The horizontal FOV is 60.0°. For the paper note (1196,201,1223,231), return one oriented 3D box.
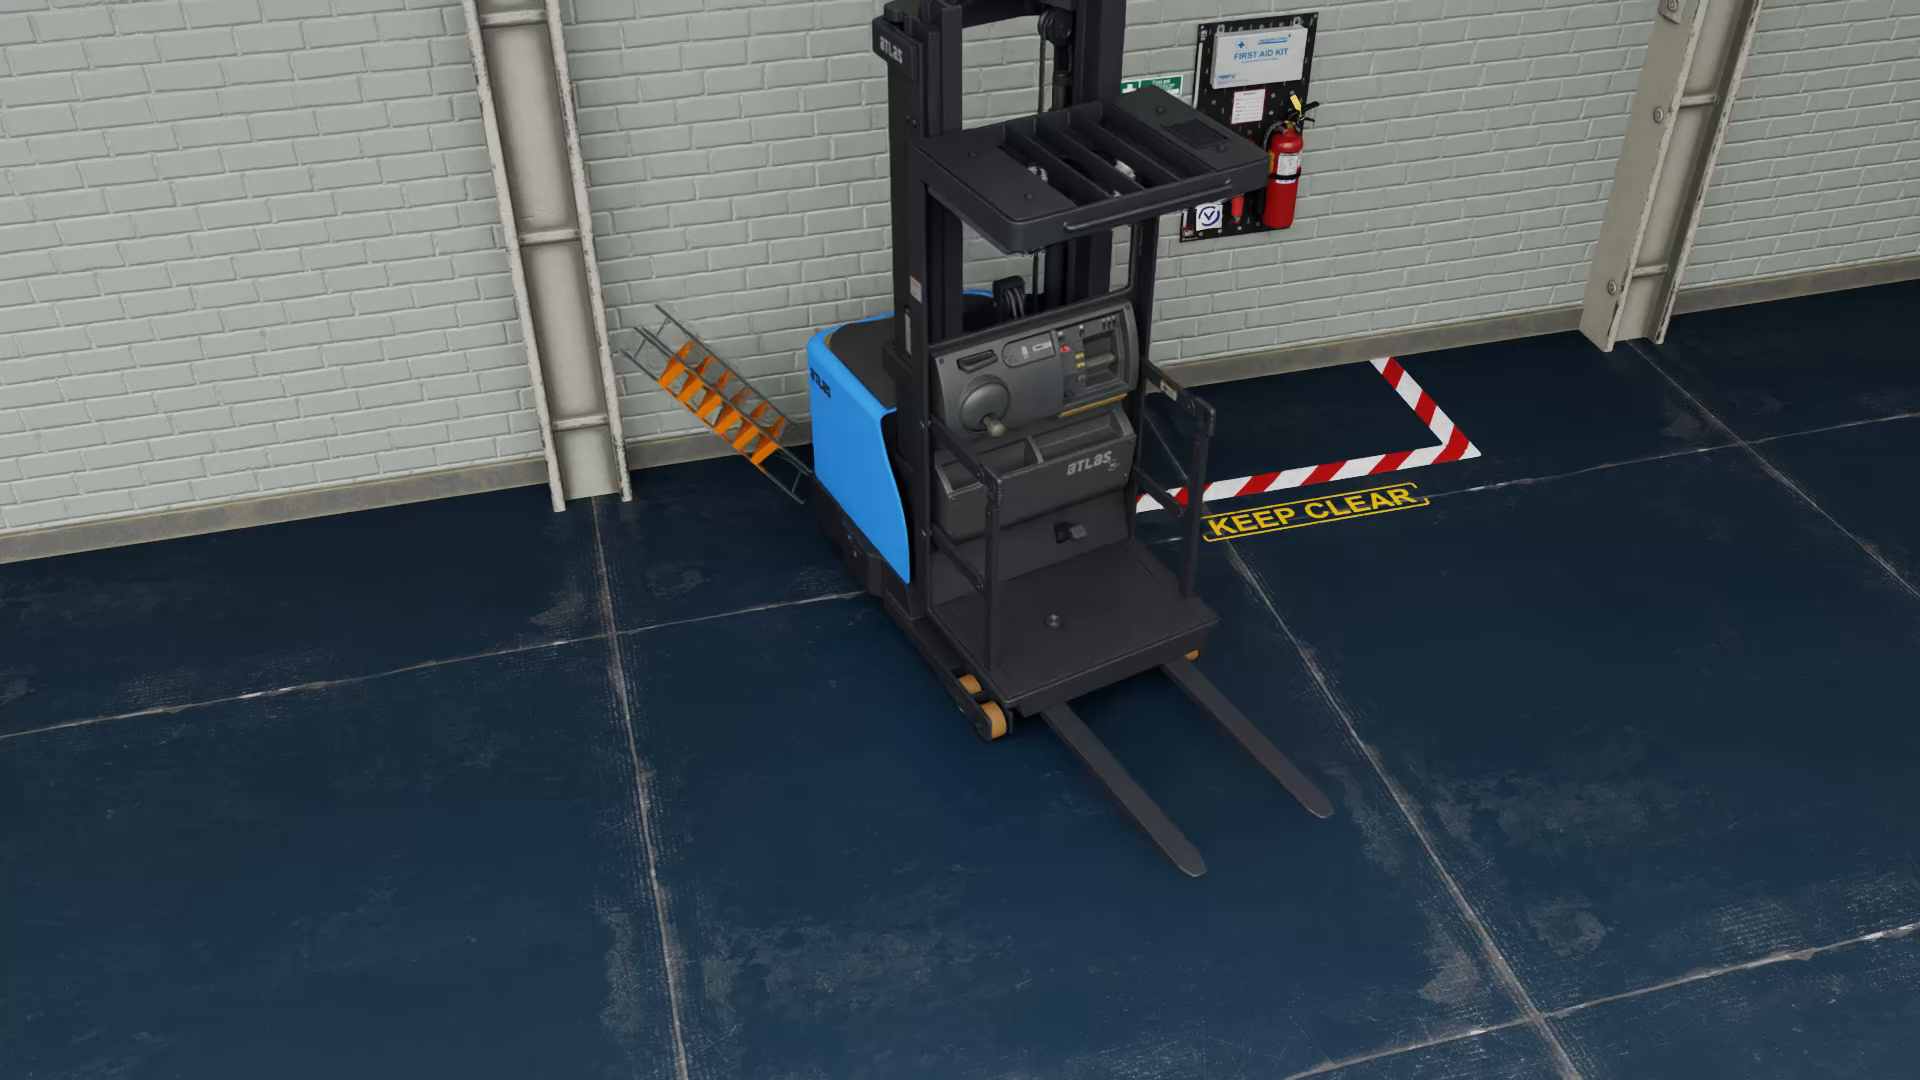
[{"bbox_3d":[1.307,-1.698,8.705,0.142,0.148,0.016,-9,38,-12],"label":"paper note"}]

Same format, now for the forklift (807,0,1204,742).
[{"bbox_3d":[0.429,-0.628,6.638,1.130,2.935,3.031,-19,41,-23],"label":"forklift"}]

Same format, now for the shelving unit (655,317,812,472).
[{"bbox_3d":[-1.142,-0.667,8.298,1.046,0.183,0.258,41,34,-20],"label":"shelving unit"}]

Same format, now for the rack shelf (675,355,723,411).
[{"bbox_3d":[-1.282,-0.787,8.233,0.103,0.180,0.258,41,34,-20],"label":"rack shelf"}]

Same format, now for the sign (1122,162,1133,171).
[{"bbox_3d":[10.264,0.045,5.621,16.451,0.391,11.513,-9,38,-12],"label":"sign"}]

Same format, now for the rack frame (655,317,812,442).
[{"bbox_3d":[-1.080,-0.712,8.250,1.046,0.002,0.228,41,34,-20],"label":"rack frame"}]

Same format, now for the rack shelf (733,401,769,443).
[{"bbox_3d":[-1.045,-0.581,8.344,0.034,0.171,0.221,41,34,-20],"label":"rack shelf"}]

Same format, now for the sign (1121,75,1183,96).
[{"bbox_3d":[0.942,-2.229,8.208,0.331,0.109,0.001,-9,38,-12],"label":"sign"}]

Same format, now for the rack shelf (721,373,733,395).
[{"bbox_3d":[-1.211,-0.725,8.266,0.020,0.166,0.199,41,34,-20],"label":"rack shelf"}]

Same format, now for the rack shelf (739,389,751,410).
[{"bbox_3d":[-1.125,-0.651,8.307,0.020,0.166,0.199,41,34,-20],"label":"rack shelf"}]

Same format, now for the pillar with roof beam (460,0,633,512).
[{"bbox_3d":[-0.779,-1.312,2.538,0.400,9.000,9.100,-9,38,-12],"label":"pillar with roof beam"}]

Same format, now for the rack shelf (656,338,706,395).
[{"bbox_3d":[-1.367,-0.861,8.192,0.103,0.180,0.258,41,34,-20],"label":"rack shelf"}]

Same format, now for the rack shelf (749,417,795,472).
[{"bbox_3d":[-0.941,-0.490,8.394,0.103,0.180,0.258,41,34,-20],"label":"rack shelf"}]
